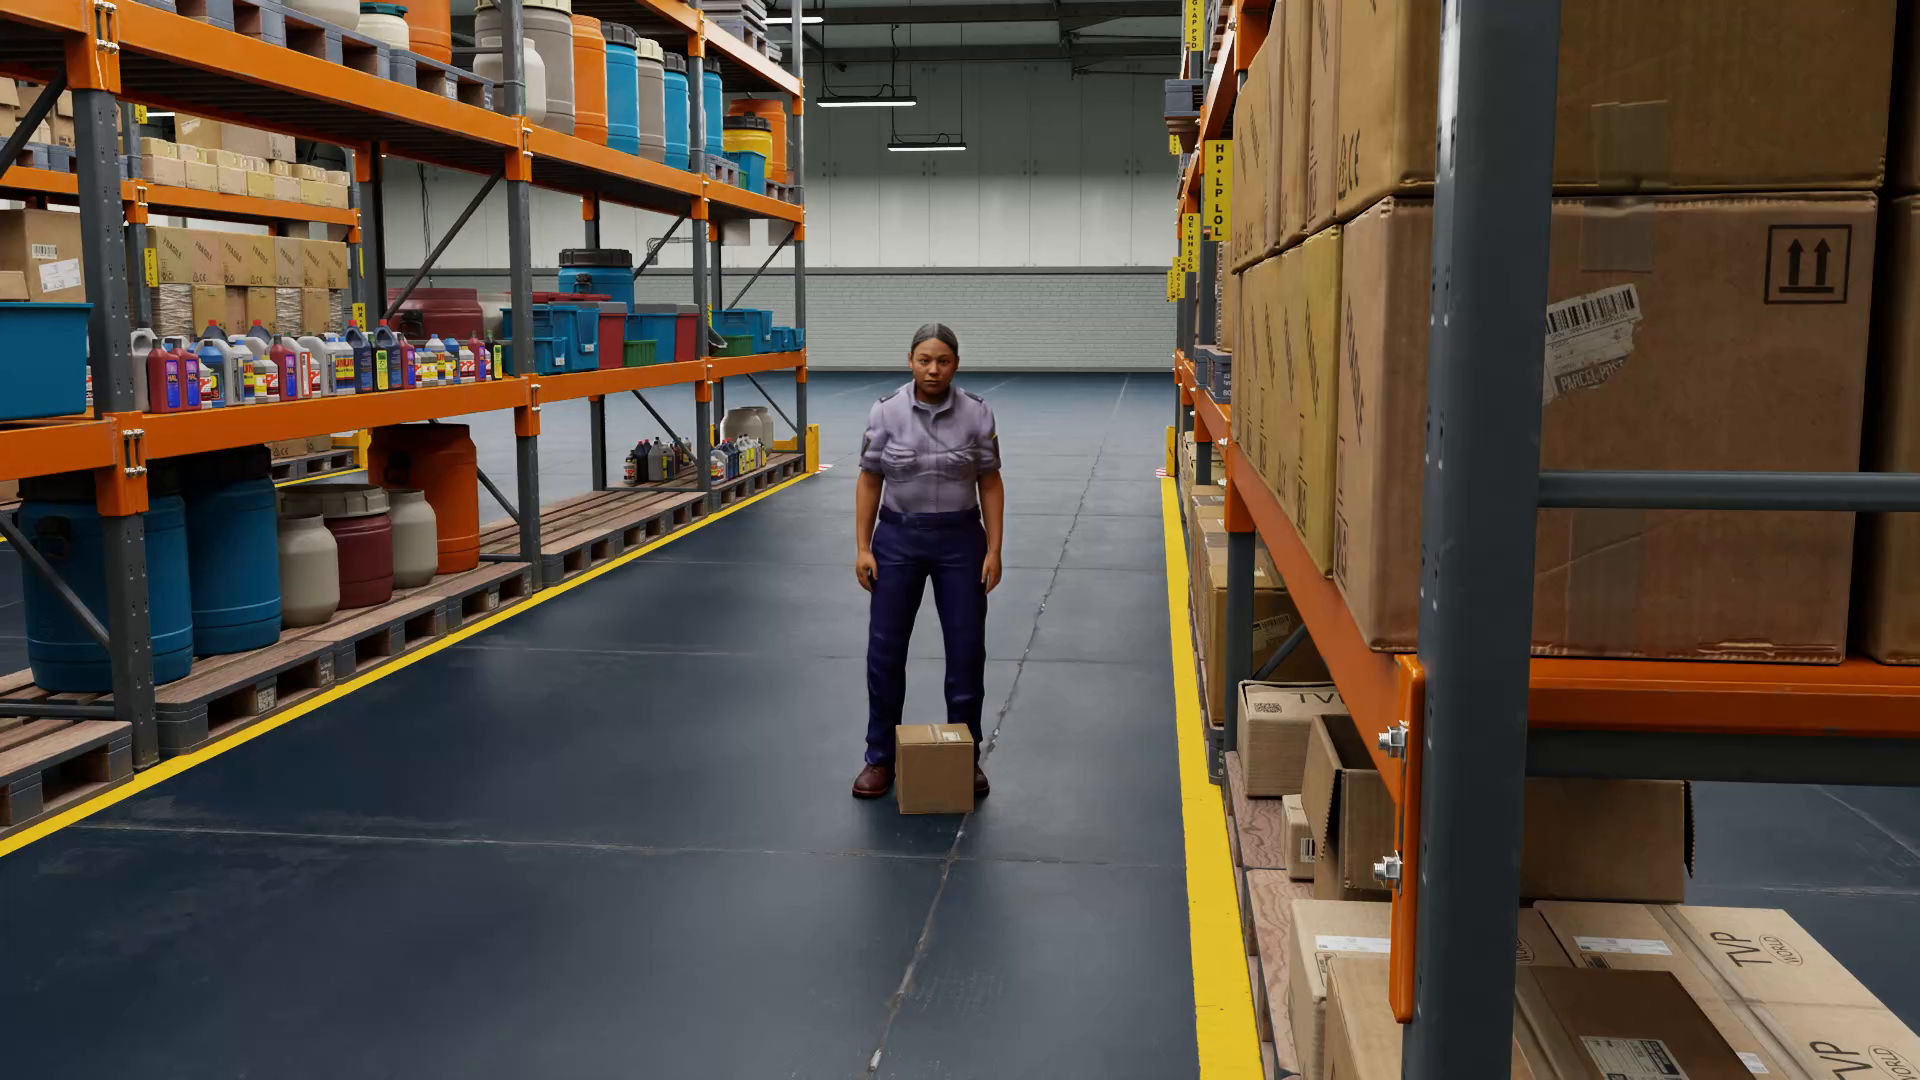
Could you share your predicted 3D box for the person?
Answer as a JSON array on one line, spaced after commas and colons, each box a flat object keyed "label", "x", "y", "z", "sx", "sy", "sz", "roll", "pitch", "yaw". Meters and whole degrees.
[{"label": "person", "x": -0.113, "y": 0.069, "z": 5.872, "sx": 0.538, "sy": 1.637, "sz": 0.377, "roll": 0, "pitch": 8, "yaw": -1}]
